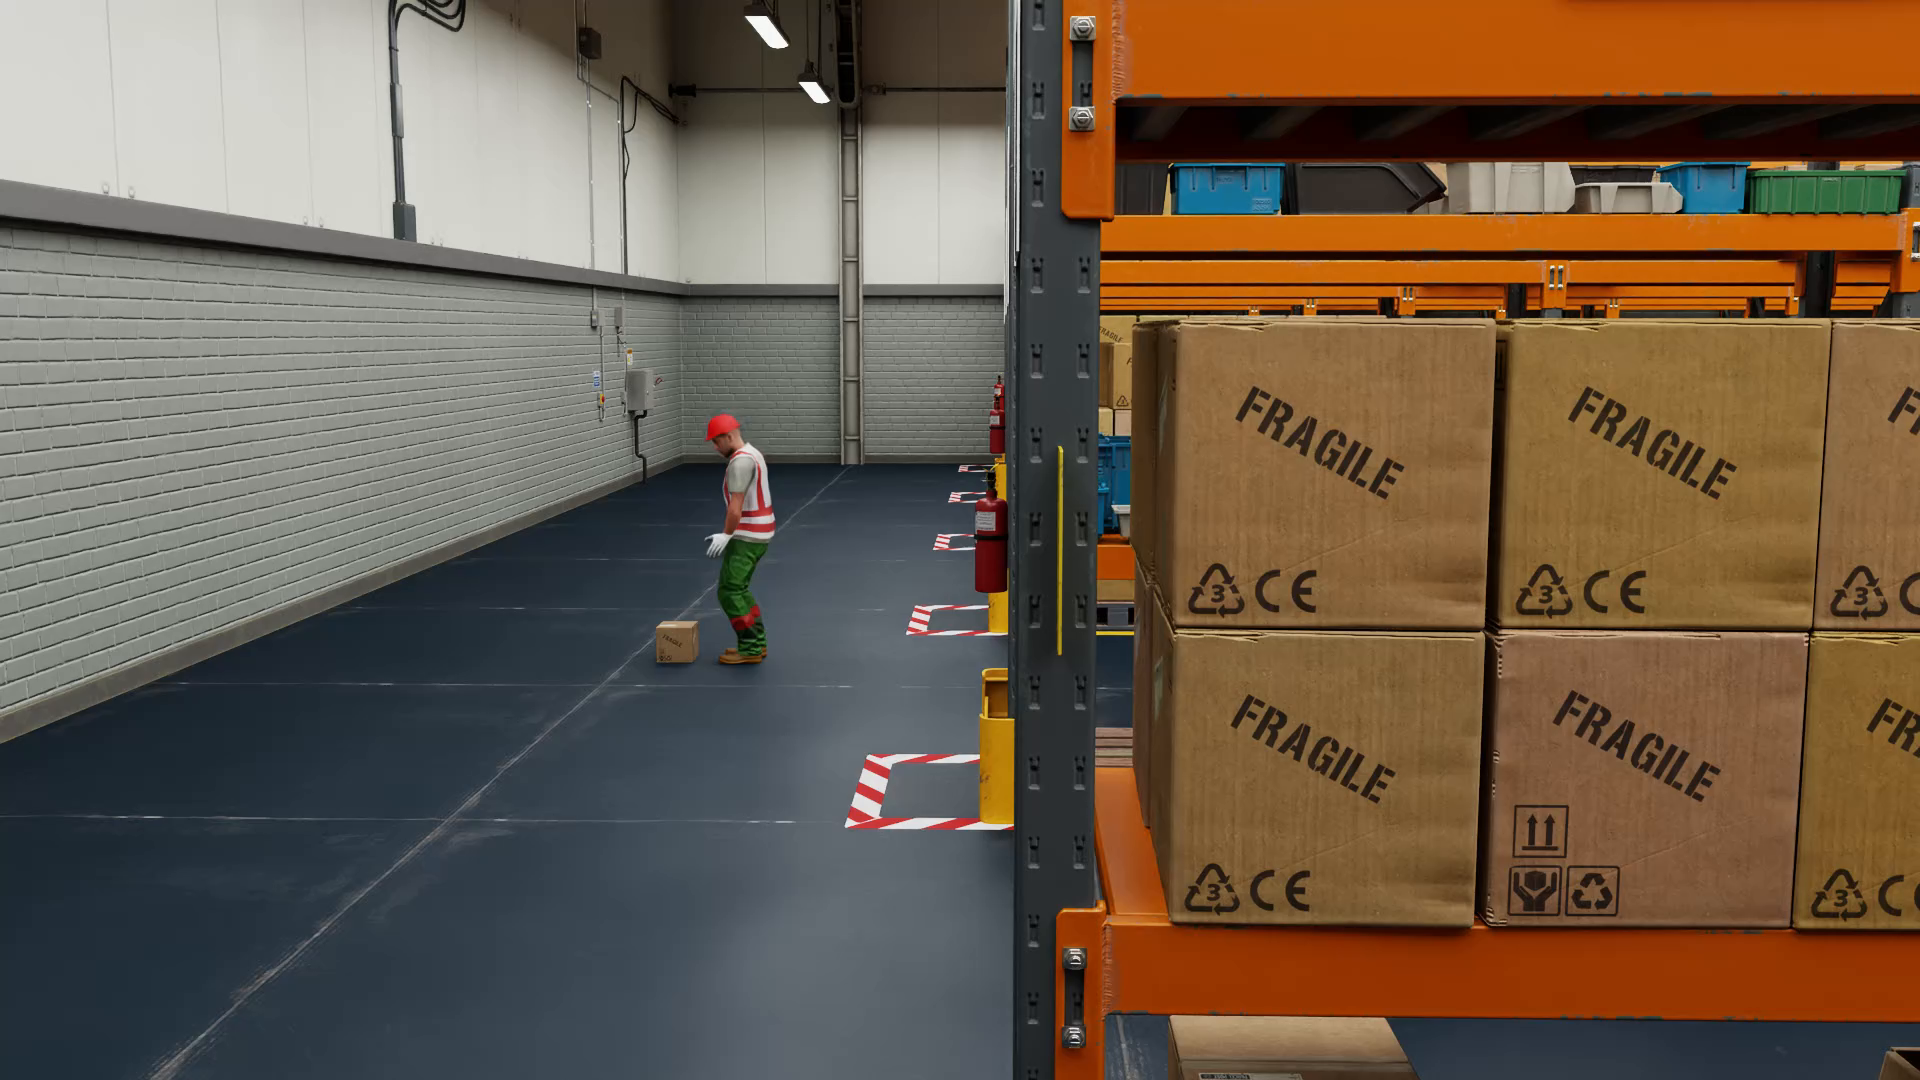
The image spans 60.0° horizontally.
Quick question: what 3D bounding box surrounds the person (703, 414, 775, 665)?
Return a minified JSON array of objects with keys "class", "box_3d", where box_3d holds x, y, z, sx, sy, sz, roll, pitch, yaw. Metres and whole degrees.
[{"class":"person","box_3d":[-1.530,-0.010,11.519,0.477,1.724,0.547,0,7,3]}]
